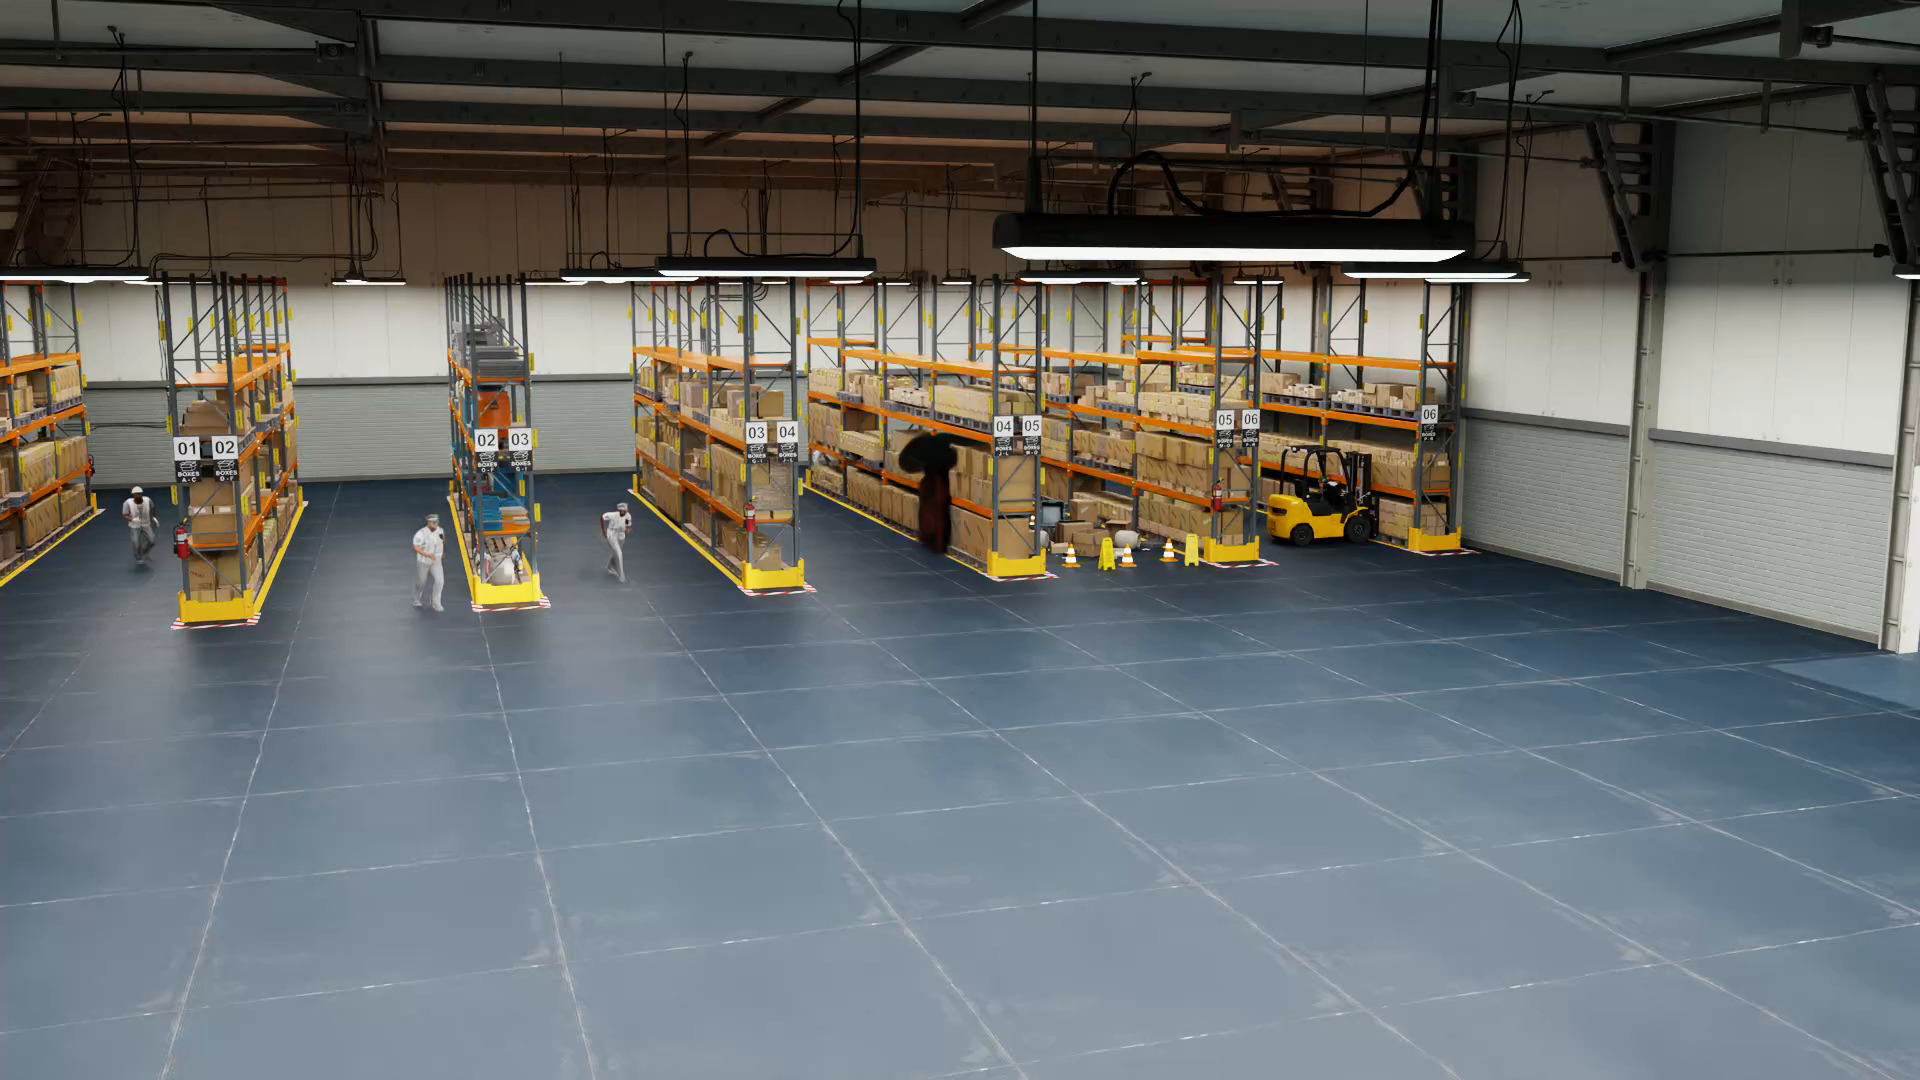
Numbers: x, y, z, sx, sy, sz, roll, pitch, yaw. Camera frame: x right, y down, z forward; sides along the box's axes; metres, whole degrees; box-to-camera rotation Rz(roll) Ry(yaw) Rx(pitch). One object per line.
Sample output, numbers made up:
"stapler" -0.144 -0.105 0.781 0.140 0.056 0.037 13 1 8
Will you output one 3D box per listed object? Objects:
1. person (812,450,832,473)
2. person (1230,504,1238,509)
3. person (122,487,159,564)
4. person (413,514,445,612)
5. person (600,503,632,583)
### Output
"person" -4.180 -2.715 50.133 0.653 1.698 1.180 3 9 20
"person" 6.733 -1.490 42.411 0.624 1.633 1.057 -5 10 -28
"person" -16.966 -0.291 34.473 0.718 1.671 0.820 -7 11 -37
"person" -9.503 0.400 29.822 0.668 1.789 0.859 -6 11 -37
"person" -6.812 0.036 32.839 0.623 1.622 0.947 -6 10 -34
